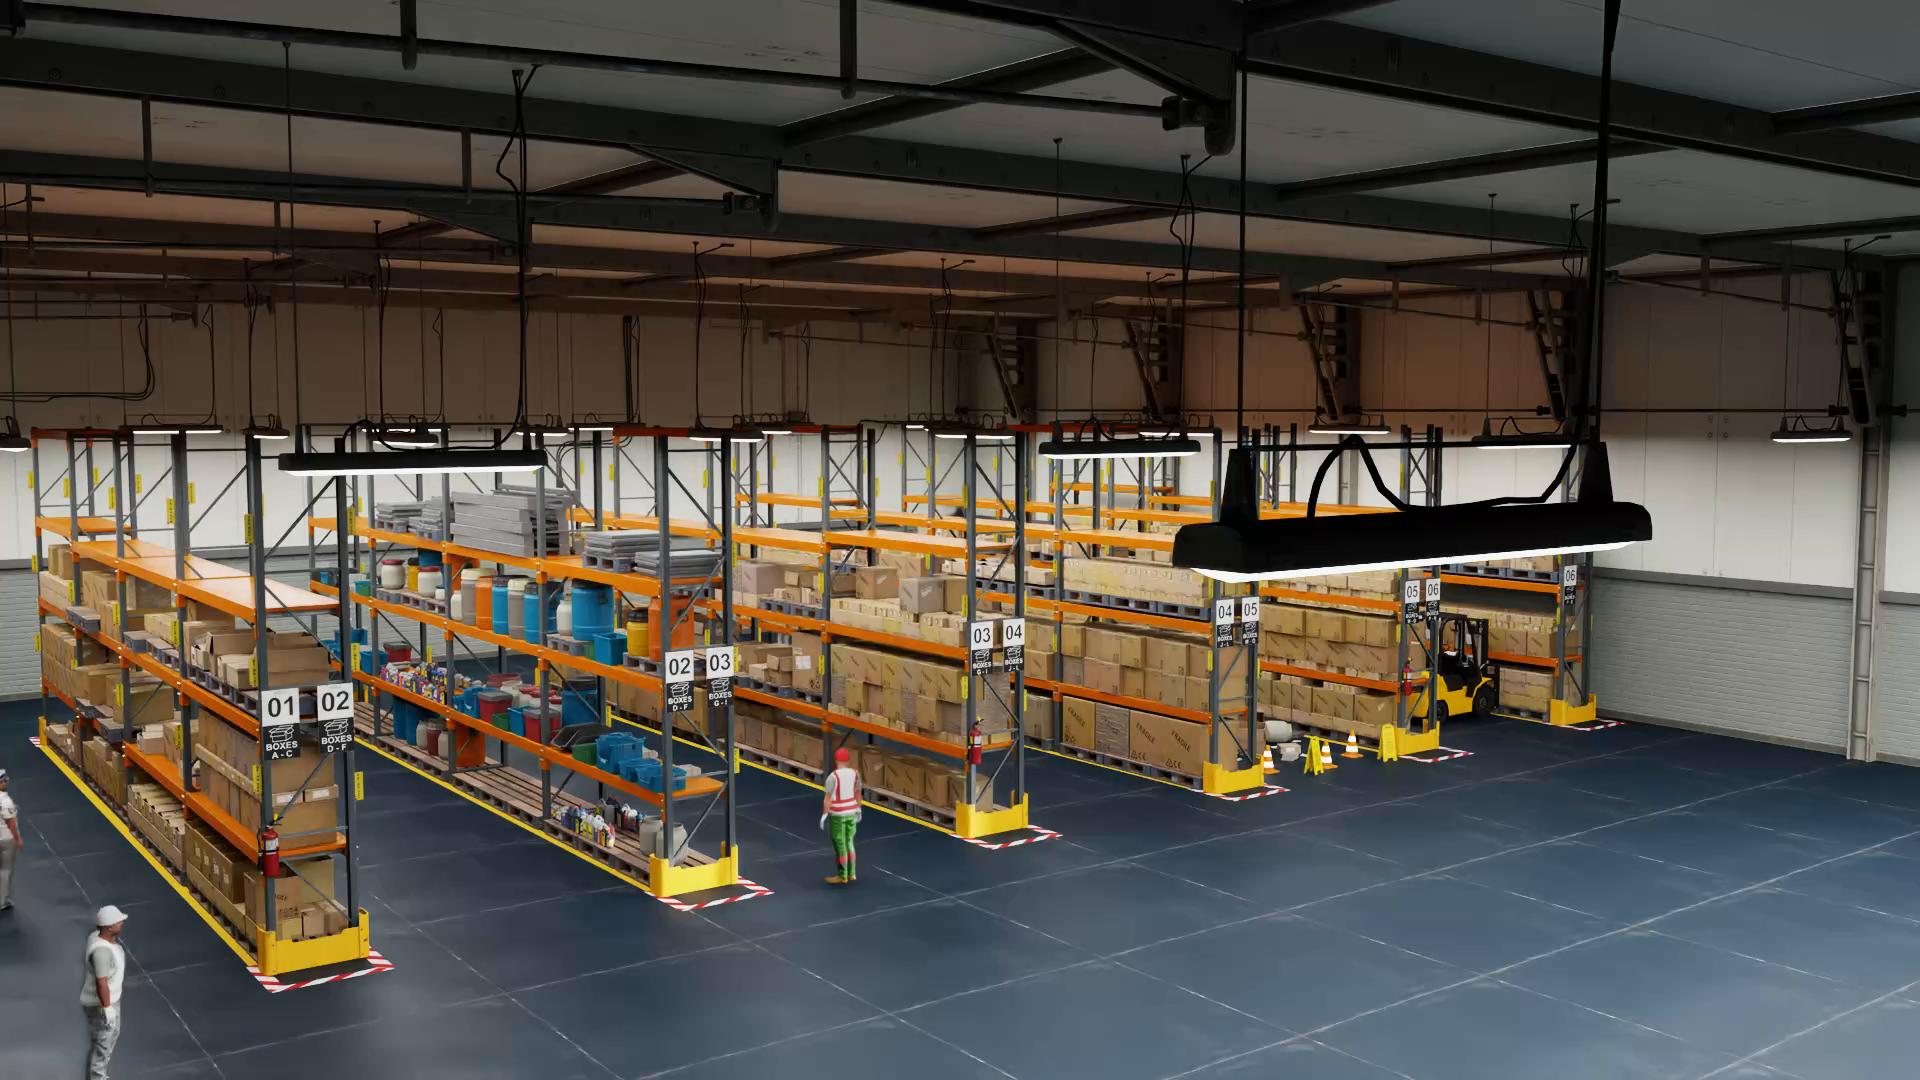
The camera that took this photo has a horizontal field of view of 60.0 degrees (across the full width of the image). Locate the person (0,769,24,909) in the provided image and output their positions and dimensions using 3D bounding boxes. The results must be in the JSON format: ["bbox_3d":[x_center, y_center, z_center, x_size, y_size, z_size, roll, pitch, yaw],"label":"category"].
[{"bbox_3d":[-12.169,3.794,21.084,0.562,1.802,0.465,0,4,-1],"label":"person"}]

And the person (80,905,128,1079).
[{"bbox_3d":[-7.863,4.236,15.305,0.419,1.780,0.609,-2,5,-19],"label":"person"}]

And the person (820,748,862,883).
[{"bbox_3d":[-1.579,3.693,22.258,0.657,1.824,0.362,-4,6,-38],"label":"person"}]

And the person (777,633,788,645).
[{"bbox_3d":[-4.522,2.029,42.297,0.454,1.680,0.361,-2,5,-28],"label":"person"}]
